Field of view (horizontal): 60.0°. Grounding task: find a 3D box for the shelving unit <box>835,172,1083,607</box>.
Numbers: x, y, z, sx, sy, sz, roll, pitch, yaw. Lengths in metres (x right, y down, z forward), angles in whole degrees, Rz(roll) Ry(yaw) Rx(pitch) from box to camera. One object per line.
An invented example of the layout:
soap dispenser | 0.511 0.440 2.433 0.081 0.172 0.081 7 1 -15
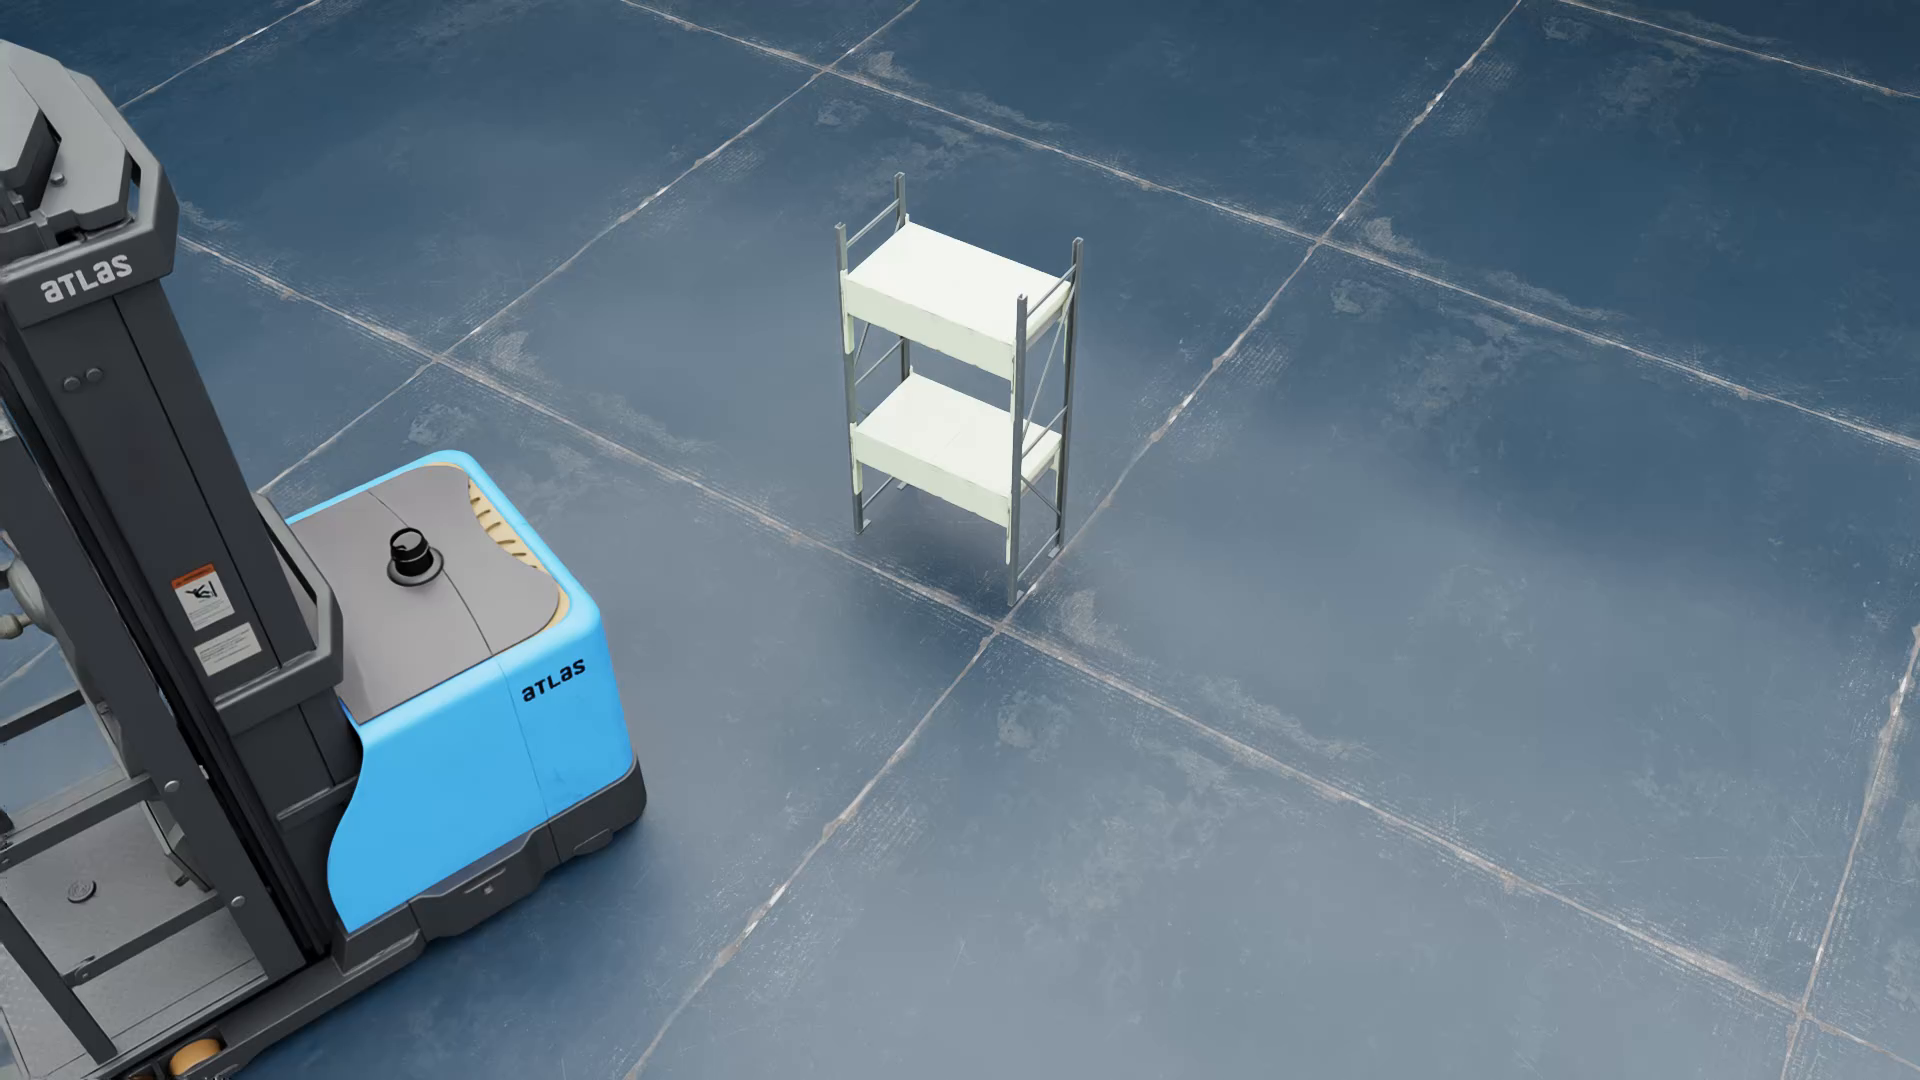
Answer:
shelving unit | -0.006 -0.525 6.215 0.755 1.500 0.431 25 51 22

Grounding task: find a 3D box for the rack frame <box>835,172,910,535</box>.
rack frame | -0.314 -0.667 6.352 0.023 1.500 0.400 25 51 22

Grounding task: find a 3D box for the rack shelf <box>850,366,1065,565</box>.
rack shelf | -0.006 -0.298 6.448 0.720 0.370 0.431 25 51 22

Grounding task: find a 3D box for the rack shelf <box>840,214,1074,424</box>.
rack shelf | -0.006 -0.797 5.935 0.720 0.370 0.431 25 51 22

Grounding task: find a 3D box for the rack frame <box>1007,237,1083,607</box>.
rack frame | 0.302 -0.384 6.077 0.023 1.500 0.400 25 51 22

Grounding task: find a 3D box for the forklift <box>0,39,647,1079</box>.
forklift | -2.560 0.322 4.393 3.031 2.935 1.130 -29 53 -25
